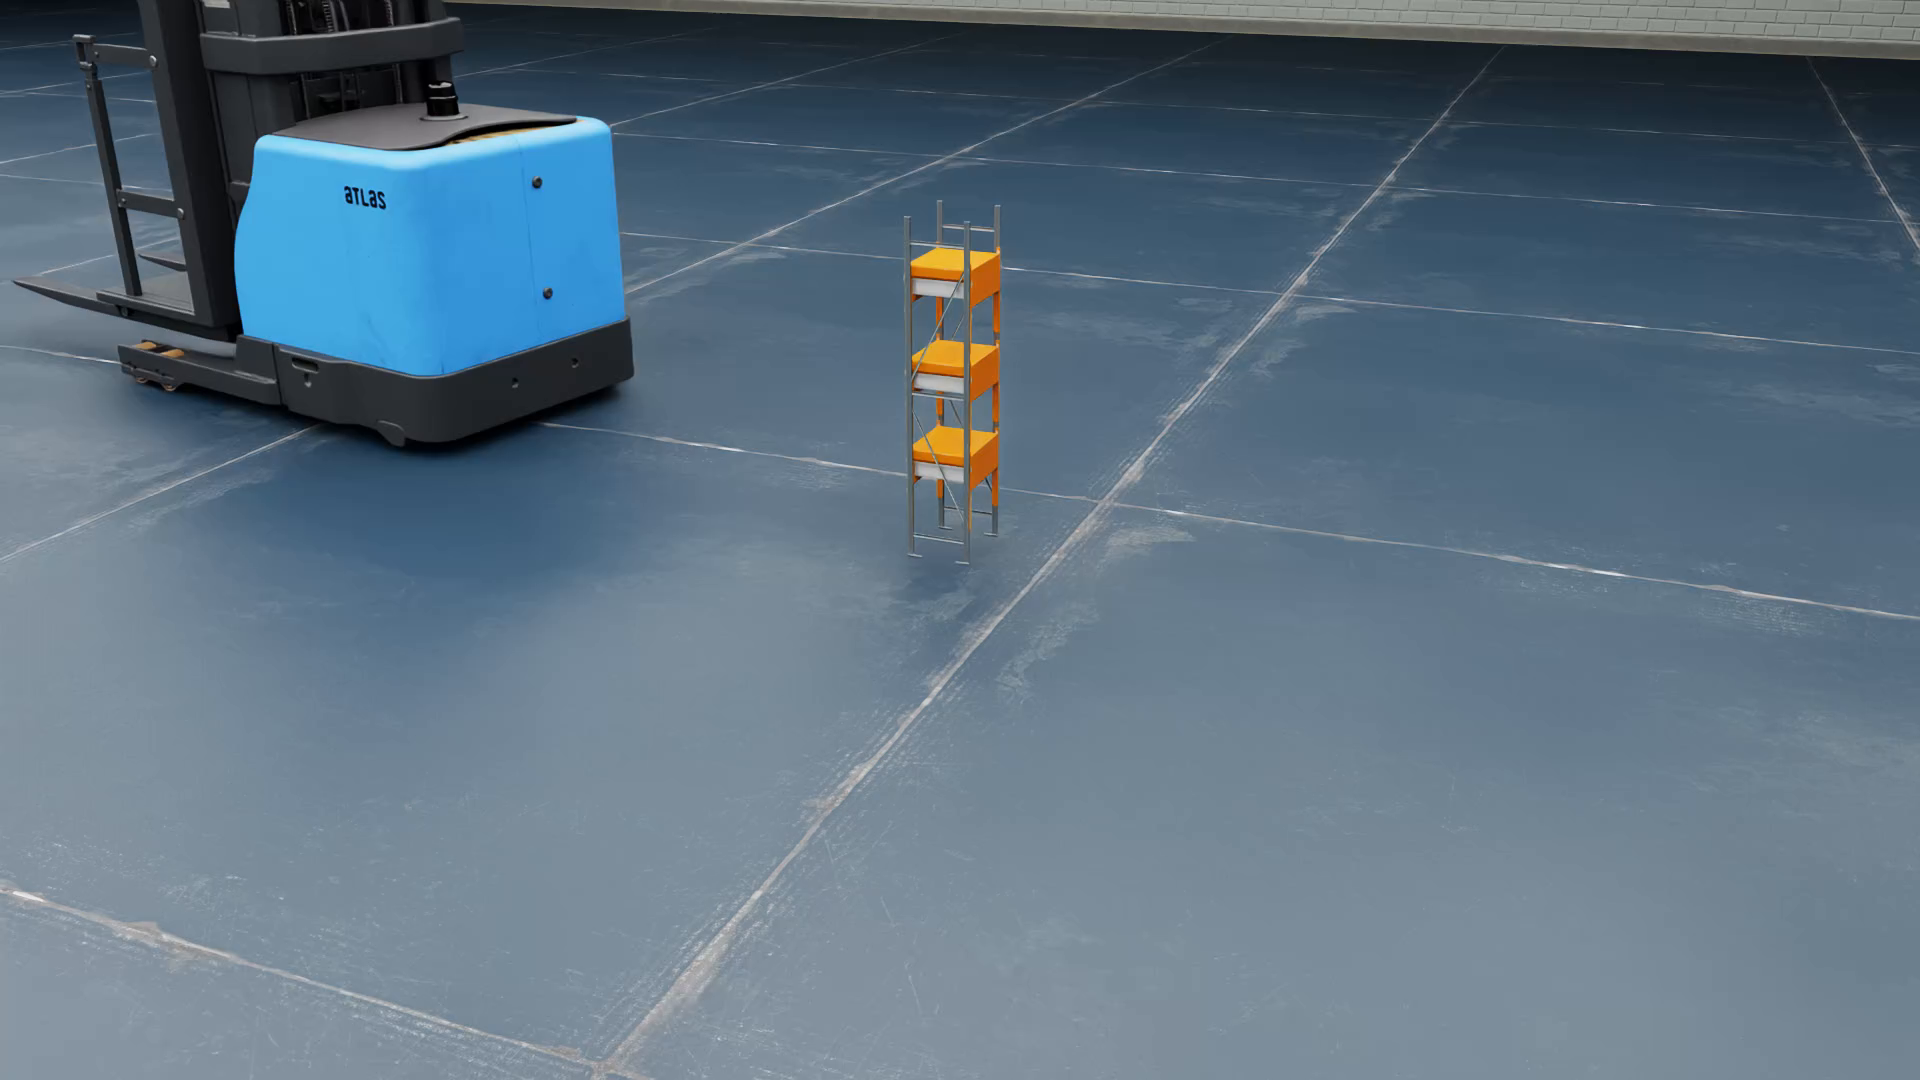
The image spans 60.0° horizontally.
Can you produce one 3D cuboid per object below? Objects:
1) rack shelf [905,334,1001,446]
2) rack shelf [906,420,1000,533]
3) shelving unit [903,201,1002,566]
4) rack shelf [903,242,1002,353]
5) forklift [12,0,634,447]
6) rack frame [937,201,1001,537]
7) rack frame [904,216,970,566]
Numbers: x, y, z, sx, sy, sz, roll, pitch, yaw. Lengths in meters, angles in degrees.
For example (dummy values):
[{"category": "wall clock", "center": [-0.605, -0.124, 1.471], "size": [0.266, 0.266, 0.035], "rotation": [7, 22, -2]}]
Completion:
[{"category": "rack shelf", "center": [-0.020, -0.456, 5.006], "size": [0.215, 0.259, 0.240], "rotation": [9, 24, 20]}, {"category": "rack shelf", "center": [-0.020, -0.199, 5.113], "size": [0.215, 0.259, 0.240], "rotation": [9, 24, 20]}, {"category": "shelving unit", "center": [-0.020, -0.465, 5.002], "size": [0.215, 1.050, 0.252], "rotation": [9, 24, 20]}, {"category": "rack shelf", "center": [-0.020, -0.717, 4.897], "size": [0.215, 0.259, 0.240], "rotation": [9, 24, 20]}, {"category": "forklift", "center": [-2.813, -2.104, 6.483], "size": [3.031, 2.935, 1.130], "rotation": [14, 27, 30]}, {"category": "rack frame", "center": [0.025, -0.509, 5.106], "size": [0.200, 1.050, 0.008], "rotation": [9, 24, 20]}, {"category": "rack frame", "center": [-0.065, -0.422, 4.897], "size": [0.200, 1.050, 0.008], "rotation": [9, 24, 20]}]
